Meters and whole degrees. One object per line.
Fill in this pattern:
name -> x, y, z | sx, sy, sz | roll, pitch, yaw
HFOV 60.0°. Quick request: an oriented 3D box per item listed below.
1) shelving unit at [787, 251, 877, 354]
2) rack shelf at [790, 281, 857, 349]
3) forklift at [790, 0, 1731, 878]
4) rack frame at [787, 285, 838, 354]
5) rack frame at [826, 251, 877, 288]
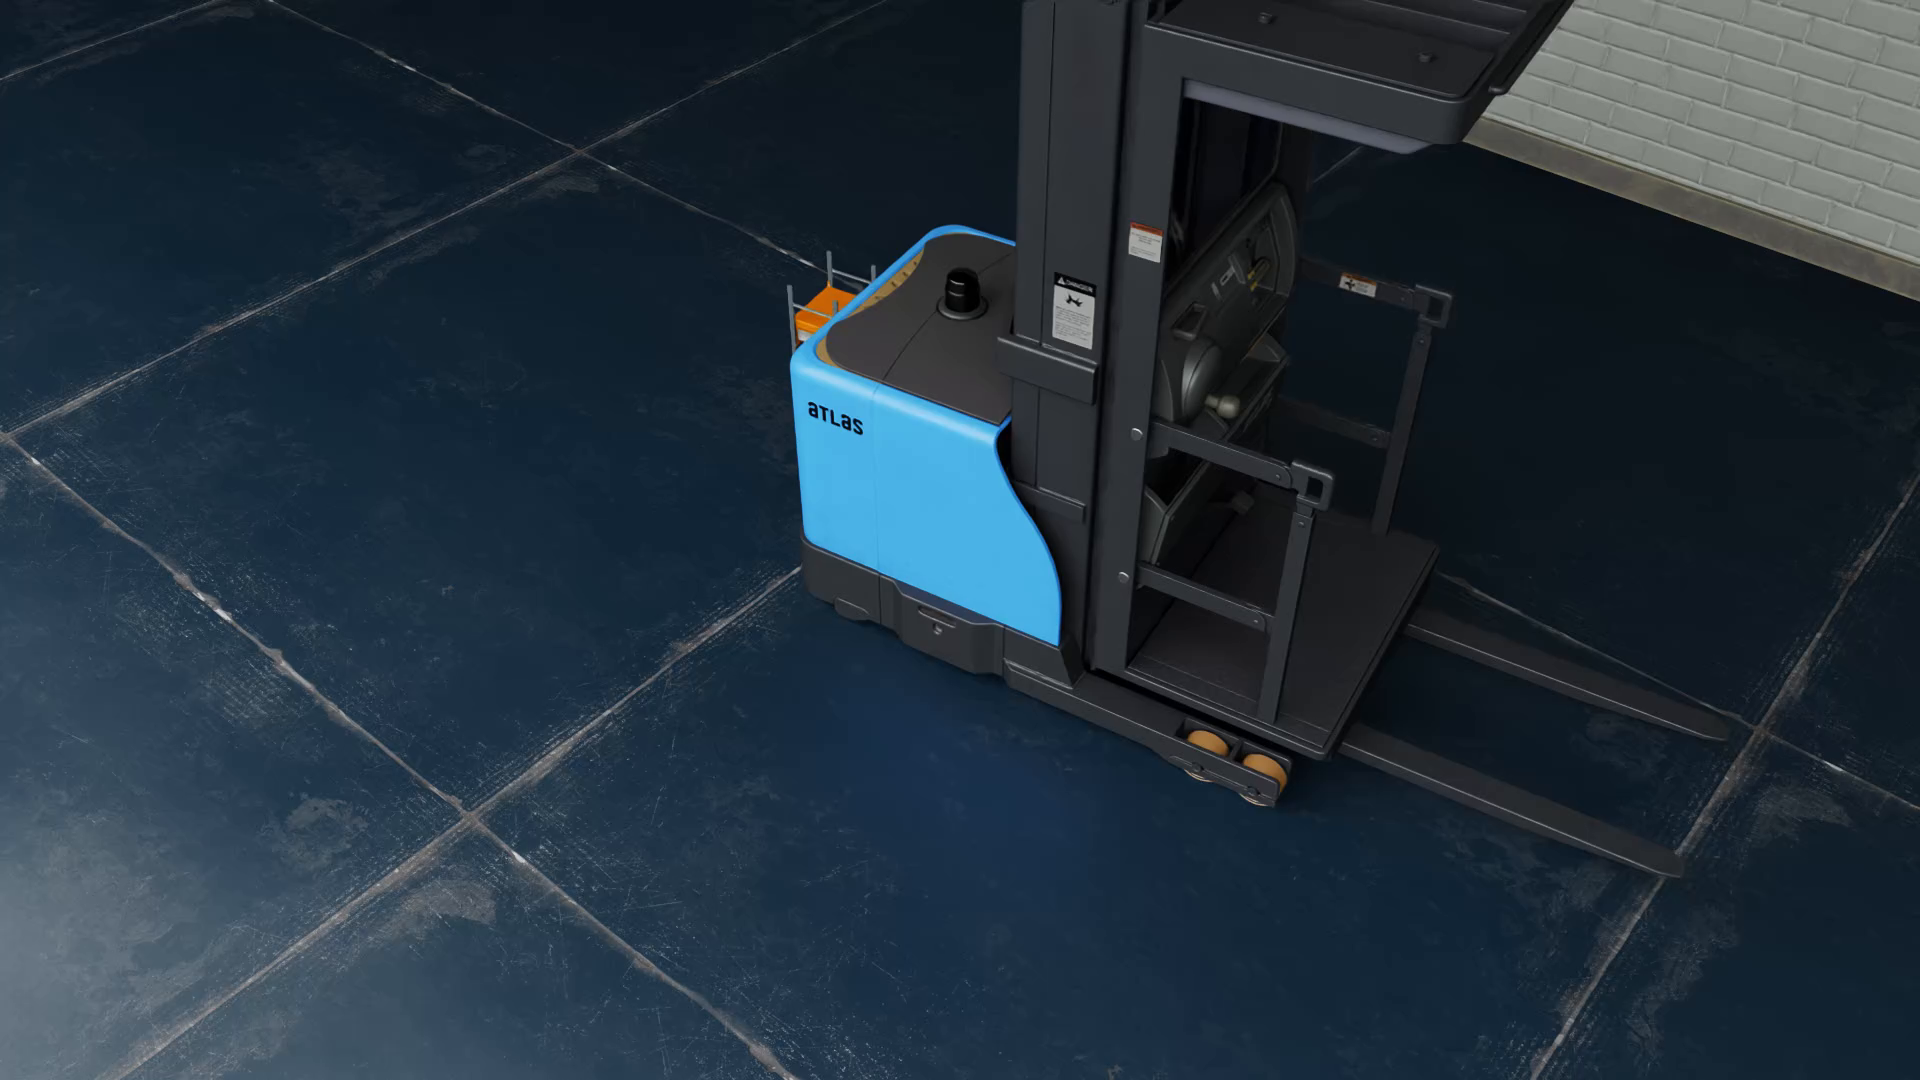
shelving unit -> -0.438, -0.514, 6.035 | 0.215, 1.050, 0.252 | 21, 46, 22
rack shelf -> -0.438, -0.716, 5.852 | 0.215, 0.259, 0.240 | 21, 46, 22
forklift -> 0.968, -0.649, 4.785 | 3.031, 2.935, 1.130 | 22, 47, 22
rack frame -> -0.498, -0.443, 5.957 | 0.200, 1.050, 0.008 | 21, 46, 22
rack frame -> -0.377, -0.586, 6.114 | 0.200, 1.050, 0.008 | 21, 46, 22
